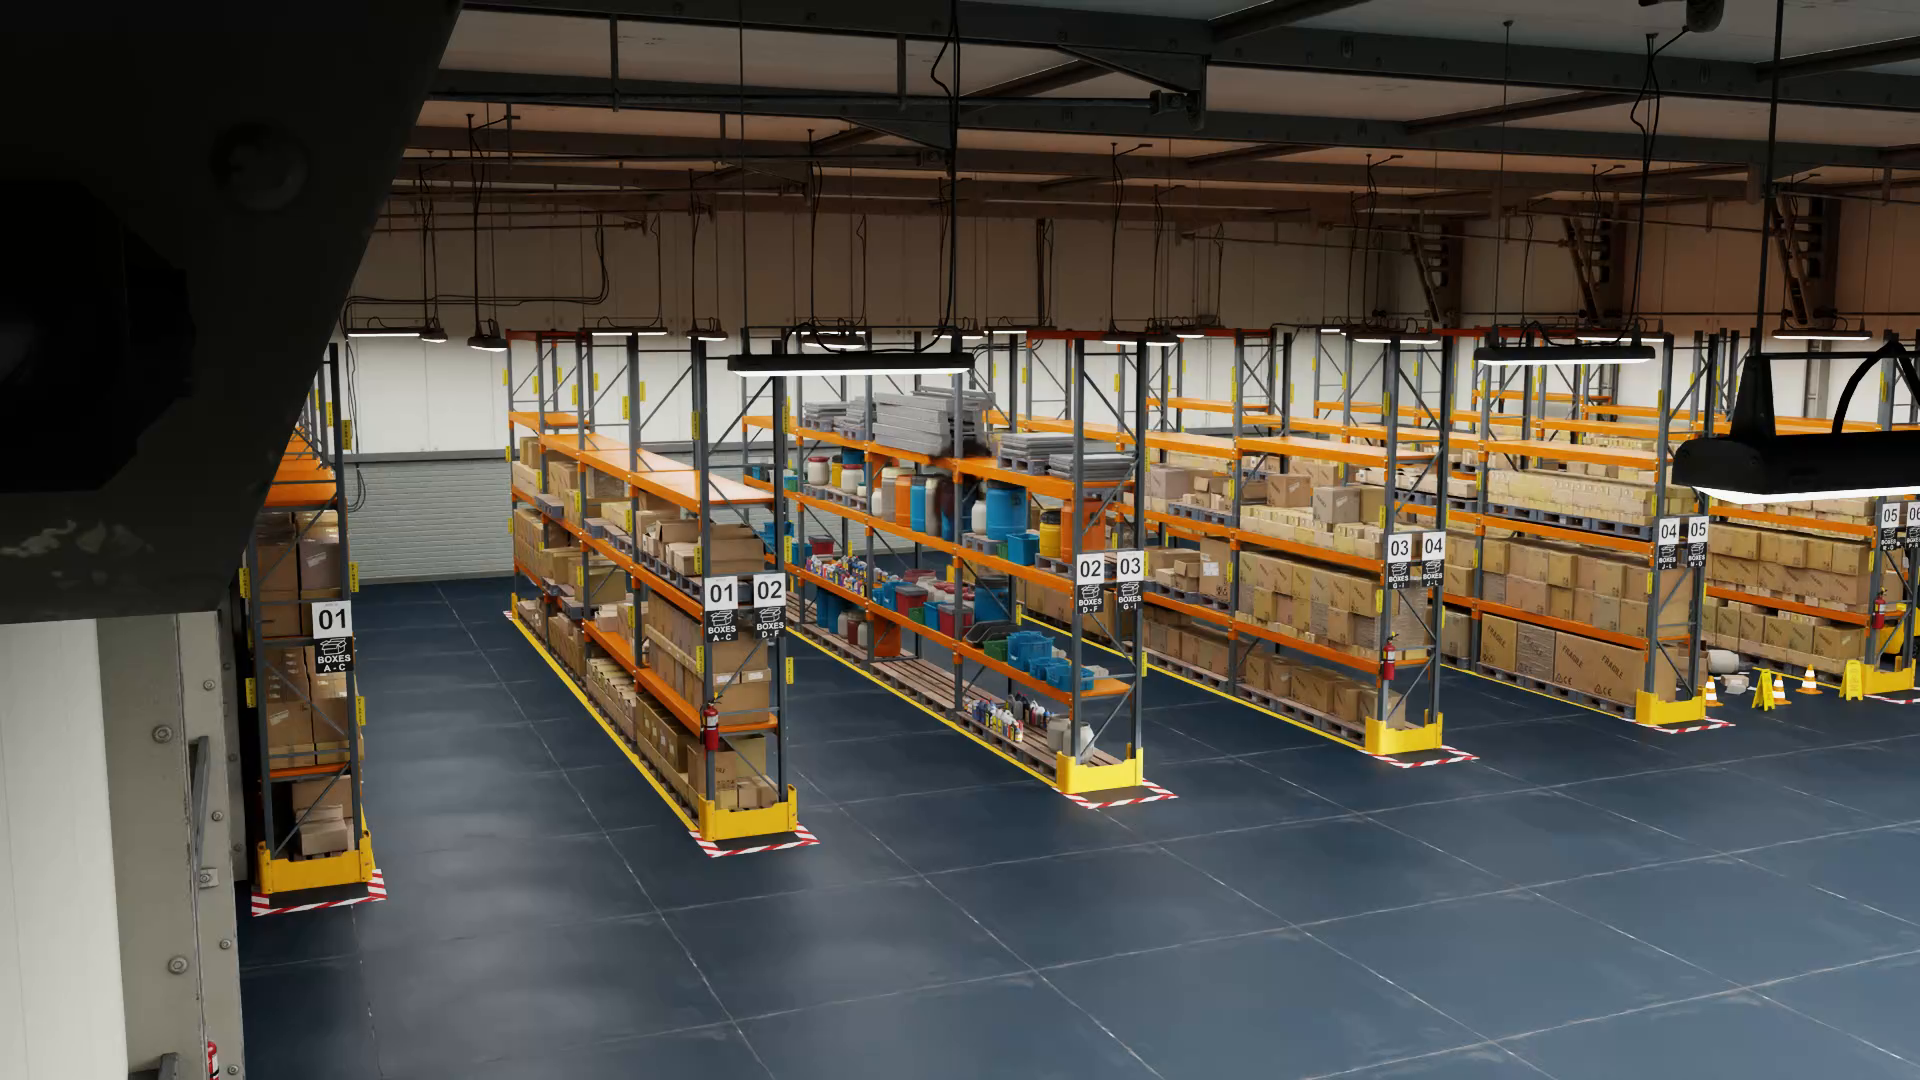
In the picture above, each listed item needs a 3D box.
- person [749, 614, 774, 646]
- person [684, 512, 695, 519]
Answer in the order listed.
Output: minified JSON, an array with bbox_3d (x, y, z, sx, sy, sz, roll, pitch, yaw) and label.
[{"bbox_3d":[-3.839,1.115,31.876,0.517,1.804,0.579,-1,8,-9],"label":"person"},{"bbox_3d":[-6.345,0.188,39.104,0.450,1.731,0.444,3,8,20],"label":"person"}]
